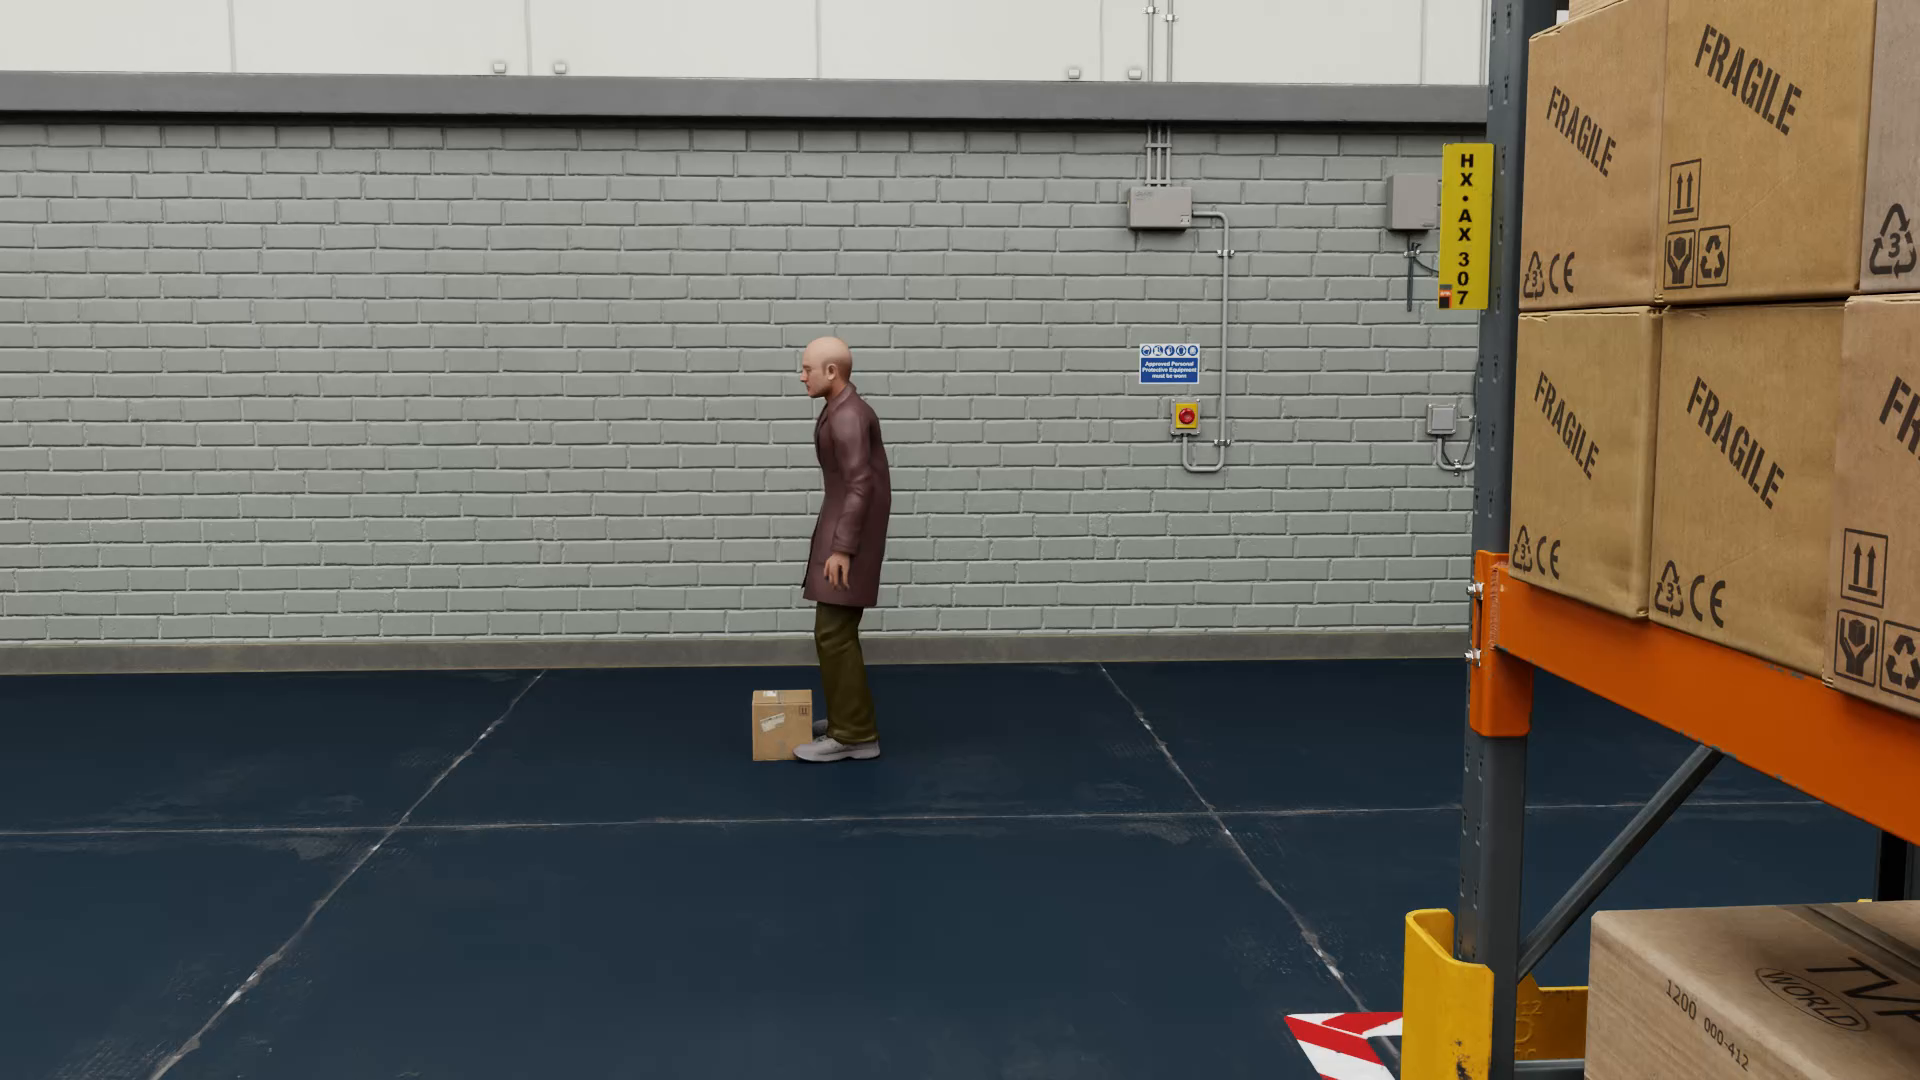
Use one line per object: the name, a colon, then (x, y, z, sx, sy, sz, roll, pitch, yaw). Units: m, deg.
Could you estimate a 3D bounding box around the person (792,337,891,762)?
person: (-0.506, 0.032, 7.032, 0.429, 1.772, 0.645, -1, 7, -7)
